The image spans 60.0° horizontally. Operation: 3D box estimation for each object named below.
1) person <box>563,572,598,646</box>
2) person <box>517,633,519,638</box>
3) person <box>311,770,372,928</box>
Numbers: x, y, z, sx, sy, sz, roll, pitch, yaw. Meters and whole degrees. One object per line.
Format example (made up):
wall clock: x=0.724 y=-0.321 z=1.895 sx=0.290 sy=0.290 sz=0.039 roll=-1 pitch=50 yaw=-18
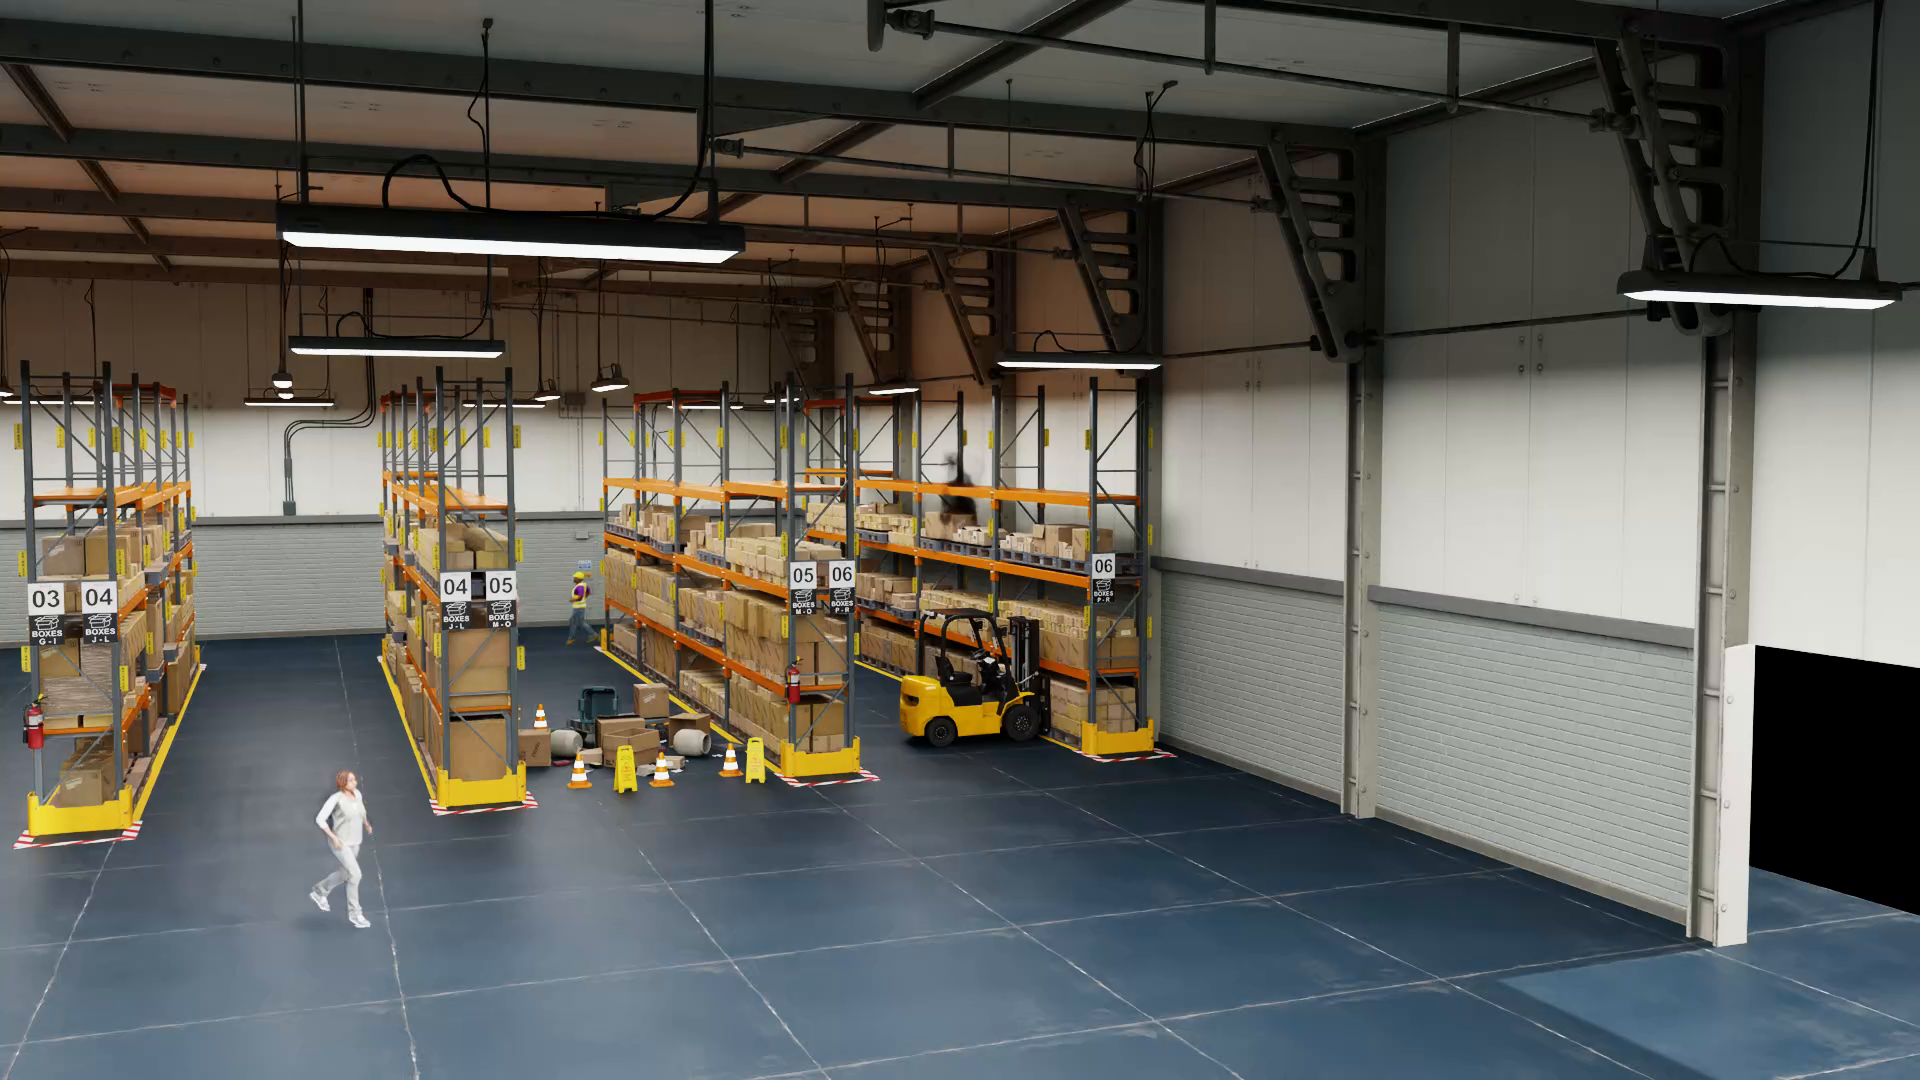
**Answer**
person: x=-9.270 y=1.687 z=40.525 sx=0.850 sy=1.819 sz=0.740 roll=-1 pitch=3 yaw=-10
person: x=-10.808 y=1.806 z=39.799 sx=0.544 sy=1.608 sz=0.596 roll=-2 pitch=4 yaw=-27
person: x=-6.411 y=3.165 z=17.222 sx=0.762 sy=1.612 sz=0.535 roll=1 pitch=4 yaw=19
